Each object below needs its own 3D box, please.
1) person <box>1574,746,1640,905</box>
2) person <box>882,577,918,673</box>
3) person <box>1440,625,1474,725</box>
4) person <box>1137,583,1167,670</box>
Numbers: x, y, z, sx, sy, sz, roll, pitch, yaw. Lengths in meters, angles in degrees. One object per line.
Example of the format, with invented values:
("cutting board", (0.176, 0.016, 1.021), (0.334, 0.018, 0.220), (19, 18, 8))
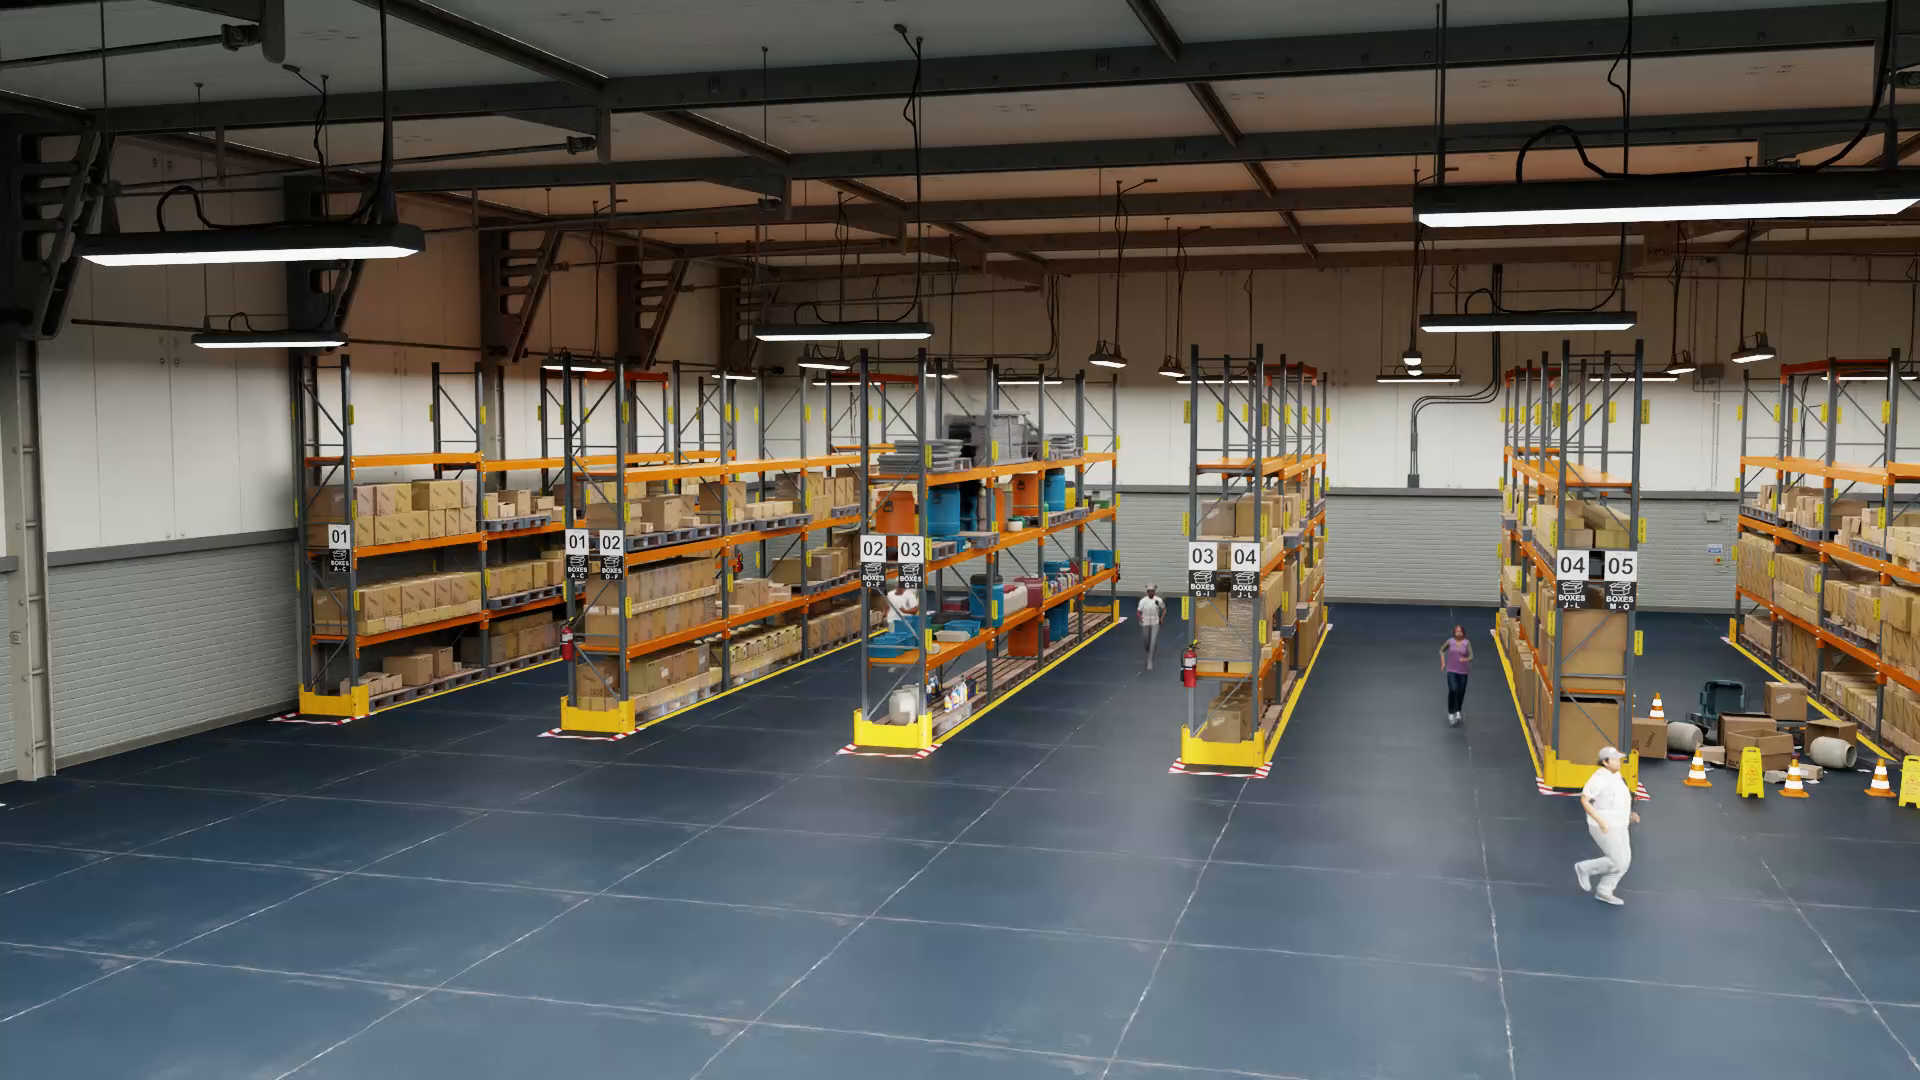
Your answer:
("person", (6.649, 2.926, 17.054), (0.621, 1.604, 0.554), (-4, 6, -43))
("person", (-1.118, 1.553, 30.428), (0.710, 1.794, 0.902), (1, 4, 16))
("person", (8.063, 2.164, 26.983), (0.503, 1.584, 0.672), (1, 4, 9))
("person", (3.807, 1.699, 33.106), (0.588, 1.696, 0.827), (1, 4, 10))
